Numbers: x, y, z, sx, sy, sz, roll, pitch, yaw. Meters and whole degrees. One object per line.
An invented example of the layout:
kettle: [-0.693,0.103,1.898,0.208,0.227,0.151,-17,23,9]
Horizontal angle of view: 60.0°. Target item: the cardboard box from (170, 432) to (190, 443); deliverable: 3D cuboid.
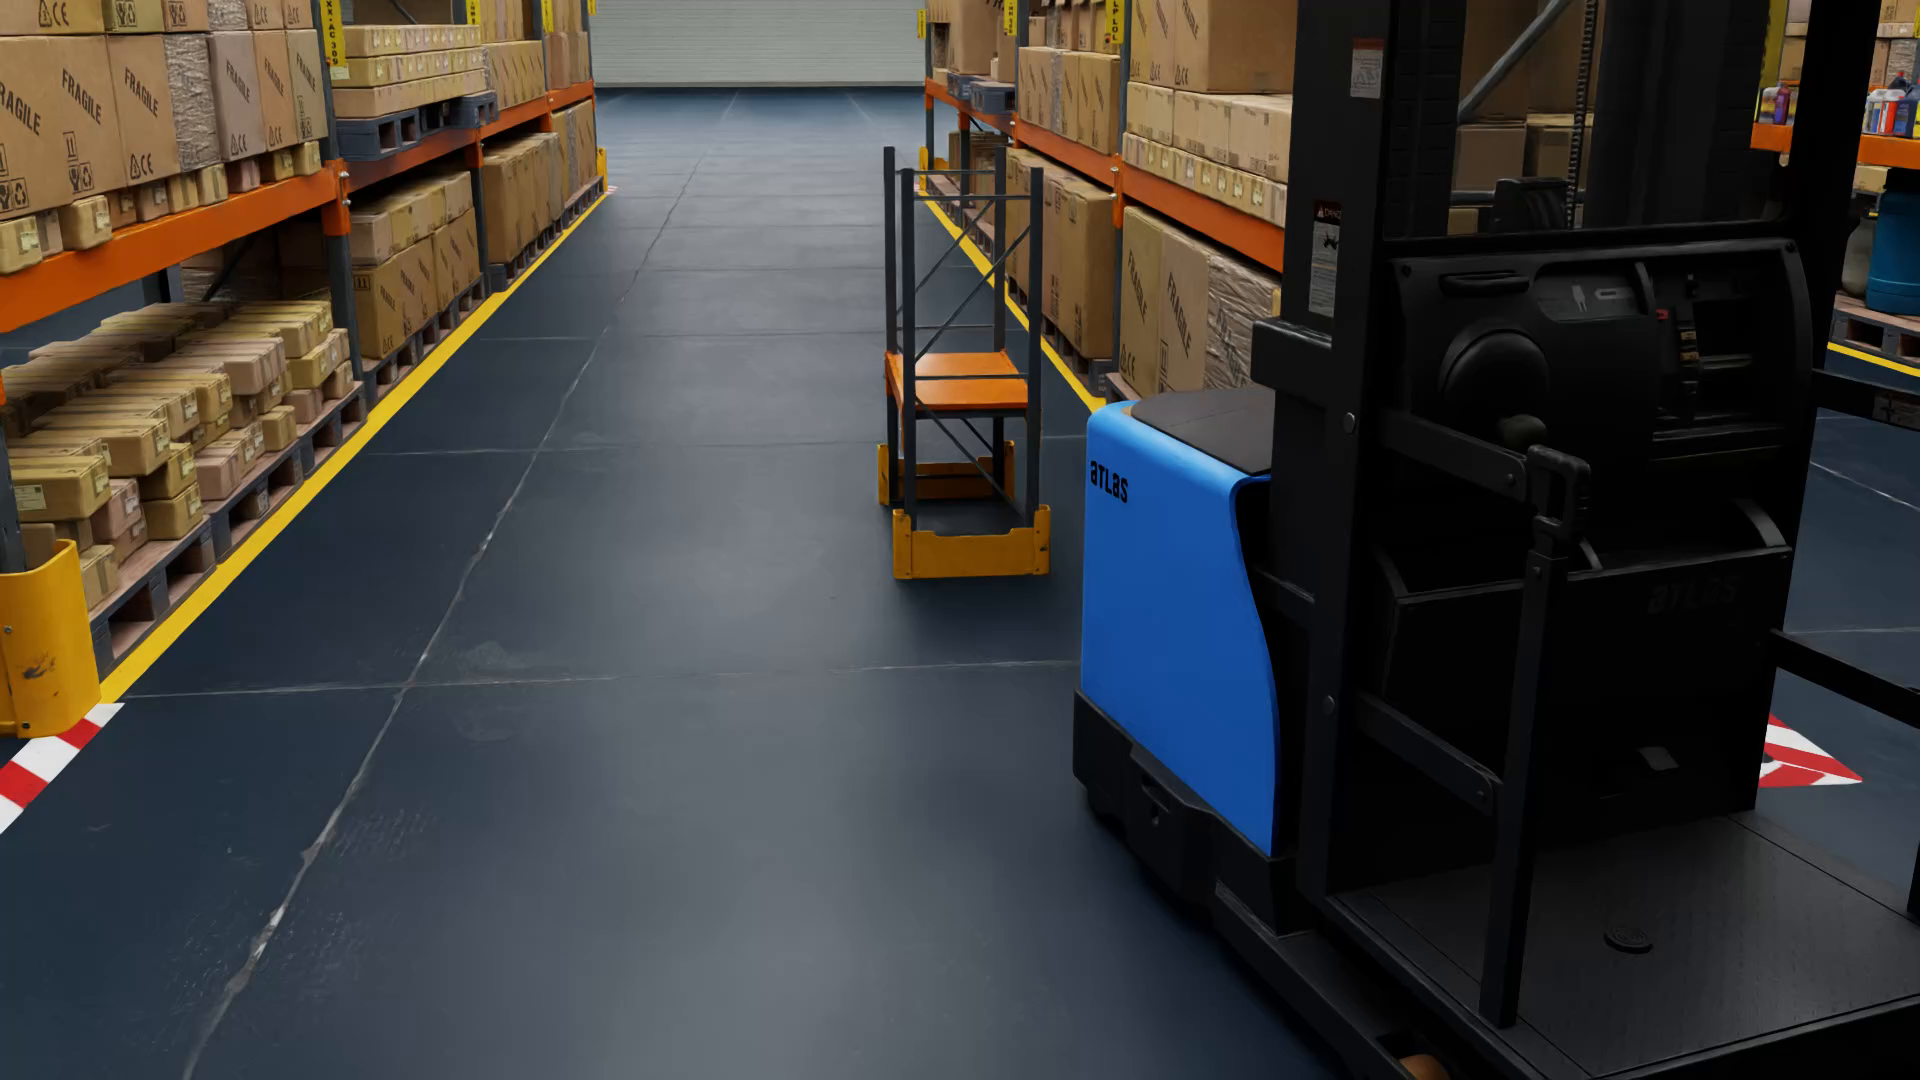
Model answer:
cardboard box: [-3.131,-0.323,6.260,0.380,0.149,0.250,-3,18,-8]

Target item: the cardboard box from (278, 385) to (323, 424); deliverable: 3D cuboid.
cardboard box: [-3.204,-0.636,7.754,0.380,0.149,0.250,-2,18,-7]

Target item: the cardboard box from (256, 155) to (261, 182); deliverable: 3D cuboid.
cardboard box: [-3.295,-1.628,7.273,0.380,0.149,0.250,-2,18,-7]

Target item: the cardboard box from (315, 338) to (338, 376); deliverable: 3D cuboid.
cardboard box: [-3.230,-0.877,8.024,0.380,0.149,0.250,-3,18,-8]

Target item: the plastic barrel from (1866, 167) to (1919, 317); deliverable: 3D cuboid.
plastic barrel: [6.140,-1.908,10.549,0.600,0.901,0.708,-2,18,-6]

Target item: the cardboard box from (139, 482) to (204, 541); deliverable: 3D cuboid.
cardboard box: [-3.000,-0.102,6.054,0.380,0.149,0.250,-2,17,-5]

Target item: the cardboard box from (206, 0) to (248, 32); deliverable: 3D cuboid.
cardboard box: [-3.204,-2.287,6.622,0.500,0.500,0.500,-1,17,-4]

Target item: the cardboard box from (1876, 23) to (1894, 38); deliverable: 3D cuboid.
cardboard box: [10.060,-5.454,17.791,0.380,0.149,0.250,-2,18,-7]

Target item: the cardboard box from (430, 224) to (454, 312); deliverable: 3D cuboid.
cardboard box: [-3.583,-1.759,10.743,0.500,0.500,0.500,-3,18,-8]

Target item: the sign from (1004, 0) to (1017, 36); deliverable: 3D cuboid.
sign: [0.374,-3.869,12.192,0.100,0.325,0.005,-2,18,-6]

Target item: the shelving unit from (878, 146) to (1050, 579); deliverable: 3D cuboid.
shelving unit: [-0.008,-0.738,6.525,0.587,1.500,1.083,-2,18,-6]

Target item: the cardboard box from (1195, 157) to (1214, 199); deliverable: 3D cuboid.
cardboard box: [1.187,-1.500,6.865,0.380,0.149,0.250,-2,18,-7]

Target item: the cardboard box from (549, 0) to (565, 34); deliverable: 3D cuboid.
cardboard box: [-4.539,-5.466,17.026,0.875,0.550,0.550,-2,18,-6]

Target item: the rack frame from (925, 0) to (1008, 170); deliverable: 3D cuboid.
rack frame: [0.088,-5.757,20.008,1.000,3.000,0.127,-2,18,-6]

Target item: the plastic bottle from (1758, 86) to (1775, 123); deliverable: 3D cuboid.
plastic bottle: [5.632,-3.045,11.583,0.097,0.271,0.097,0,17,0]

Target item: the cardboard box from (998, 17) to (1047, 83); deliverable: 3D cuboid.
cardboard box: [0.660,-3.945,13.367,0.700,0.500,0.500,1,17,3]

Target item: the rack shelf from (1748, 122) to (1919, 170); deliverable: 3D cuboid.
rack shelf: [6.046,-2.588,11.113,1.077,0.370,4.000,-2,18,-6]

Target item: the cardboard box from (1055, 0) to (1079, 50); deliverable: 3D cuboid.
cardboard box: [1.036,-3.488,10.937,0.797,0.503,0.637,-1,17,-4]

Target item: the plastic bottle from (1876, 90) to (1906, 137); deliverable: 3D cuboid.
plastic bottle: [5.800,-2.643,10.294,0.152,0.276,0.135,-2,18,-6]

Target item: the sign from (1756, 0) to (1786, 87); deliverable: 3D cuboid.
sign: [2.290,-1.457,4.732,0.100,0.325,0.005,-2,18,-6]

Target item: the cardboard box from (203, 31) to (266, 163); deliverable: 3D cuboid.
cardboard box: [-3.185,-1.810,6.772,0.500,0.500,0.500,-2,18,-6]

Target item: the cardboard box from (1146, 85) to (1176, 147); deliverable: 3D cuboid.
cardboard box: [1.159,-1.956,7.654,0.500,0.250,0.500,-2,18,-6]

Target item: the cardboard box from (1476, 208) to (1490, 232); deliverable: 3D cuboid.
cardboard box: [1.975,-1.139,5.717,0.380,0.149,0.250,-2,18,-7]

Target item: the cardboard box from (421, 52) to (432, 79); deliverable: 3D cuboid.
cardboard box: [-3.342,-2.804,9.822,0.380,0.149,0.250,-2,18,-7]

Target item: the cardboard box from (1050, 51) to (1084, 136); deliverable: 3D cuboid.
cardboard box: [0.854,-2.813,10.463,0.500,0.500,0.500,-2,18,-5]

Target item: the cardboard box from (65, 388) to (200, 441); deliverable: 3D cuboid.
cardboard box: [-3.096,-0.470,6.230,0.380,0.149,0.250,-1,17,-3]

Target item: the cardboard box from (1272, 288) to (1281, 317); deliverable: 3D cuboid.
cardboard box: [1.592,-0.365,5.679,0.875,0.875,0.875,-2,18,-6]

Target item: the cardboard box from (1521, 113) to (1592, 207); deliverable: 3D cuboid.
cardboard box: [1.957,-1.212,5.284,0.500,0.250,0.500,-2,18,-7]

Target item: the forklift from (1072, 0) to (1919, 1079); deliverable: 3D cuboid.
forklift: [1.291,-0.357,2.923,1.130,2.935,3.031,-6,19,-19]

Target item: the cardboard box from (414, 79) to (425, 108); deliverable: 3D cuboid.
cardboard box: [-3.310,-2.579,9.602,0.380,0.149,0.250,-3,18,-8]

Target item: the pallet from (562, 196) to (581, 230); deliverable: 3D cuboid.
pallet: [-4.444,-3.341,16.967,1.003,0.211,1.213,-2,18,-6]

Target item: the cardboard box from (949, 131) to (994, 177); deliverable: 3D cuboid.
cardboard box: [0.135,-4.579,19.725,0.500,0.500,0.500,1,17,5]

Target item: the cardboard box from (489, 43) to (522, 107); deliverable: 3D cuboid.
cardboard box: [-3.965,-3.891,13.895,0.500,0.500,0.500,-2,18,-6]

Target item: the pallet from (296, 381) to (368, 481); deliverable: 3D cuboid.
pallet: [-3.514,-0.530,8.012,1.003,0.211,1.213,-2,18,-6]

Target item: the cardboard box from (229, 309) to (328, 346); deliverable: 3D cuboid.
cardboard box: [-3.257,-1.010,7.952,0.380,0.149,0.250,-2,17,-5]

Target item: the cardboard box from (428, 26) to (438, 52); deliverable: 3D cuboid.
cardboard box: [-3.368,-3.020,10.015,0.380,0.149,0.250,-1,17,-4]

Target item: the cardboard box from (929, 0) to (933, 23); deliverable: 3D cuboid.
cardboard box: [-0.082,-6.103,18.775,0.500,0.500,0.500,-2,18,-6]

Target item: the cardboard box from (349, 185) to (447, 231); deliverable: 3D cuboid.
cardboard box: [-3.600,-2.119,10.638,0.500,0.250,0.500,-1,17,-4]

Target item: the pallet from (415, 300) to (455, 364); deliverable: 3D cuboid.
pallet: [-3.829,-1.325,10.545,1.003,0.211,1.213,-2,18,-6]

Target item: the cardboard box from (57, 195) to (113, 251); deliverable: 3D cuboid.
cardboard box: [-2.955,-1.010,5.307,0.380,0.149,0.250,-2,18,-7]

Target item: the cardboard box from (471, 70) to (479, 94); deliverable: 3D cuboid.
cardboard box: [-3.499,-3.125,11.340,0.380,0.149,0.250,-2,18,-6]

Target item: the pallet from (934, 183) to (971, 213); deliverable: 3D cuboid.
pallet: [0.267,-3.799,18.424,1.003,0.211,1.213,-2,18,-6]

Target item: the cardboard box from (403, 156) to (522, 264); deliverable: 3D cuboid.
cardboard box: [-4.005,-2.562,12.885,1.050,0.750,0.750,-2,18,-6]

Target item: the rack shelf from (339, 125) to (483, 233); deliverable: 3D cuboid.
rack shelf: [-3.825,-2.312,10.234,1.077,0.370,4.000,-2,18,-6]

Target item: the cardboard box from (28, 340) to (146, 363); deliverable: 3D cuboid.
cardboard box: [-3.750,-0.761,7.158,0.380,0.149,0.250,-1,17,-4]

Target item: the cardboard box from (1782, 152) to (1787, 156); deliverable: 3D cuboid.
cardboard box: [9.928,-4.695,19.261,0.500,0.500,0.500,-2,18,-6]

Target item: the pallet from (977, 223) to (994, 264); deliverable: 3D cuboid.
pallet: [0.711,-2.639,14.731,1.003,0.211,1.213,-2,18,-6]

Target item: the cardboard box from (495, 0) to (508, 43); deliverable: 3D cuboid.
cardboard box: [-4.280,-4.516,14.217,0.700,0.500,0.500,-2,18,-5]

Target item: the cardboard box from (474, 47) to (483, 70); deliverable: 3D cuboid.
cardboard box: [-3.527,-3.340,11.530,0.380,0.149,0.250,-1,17,-5]
